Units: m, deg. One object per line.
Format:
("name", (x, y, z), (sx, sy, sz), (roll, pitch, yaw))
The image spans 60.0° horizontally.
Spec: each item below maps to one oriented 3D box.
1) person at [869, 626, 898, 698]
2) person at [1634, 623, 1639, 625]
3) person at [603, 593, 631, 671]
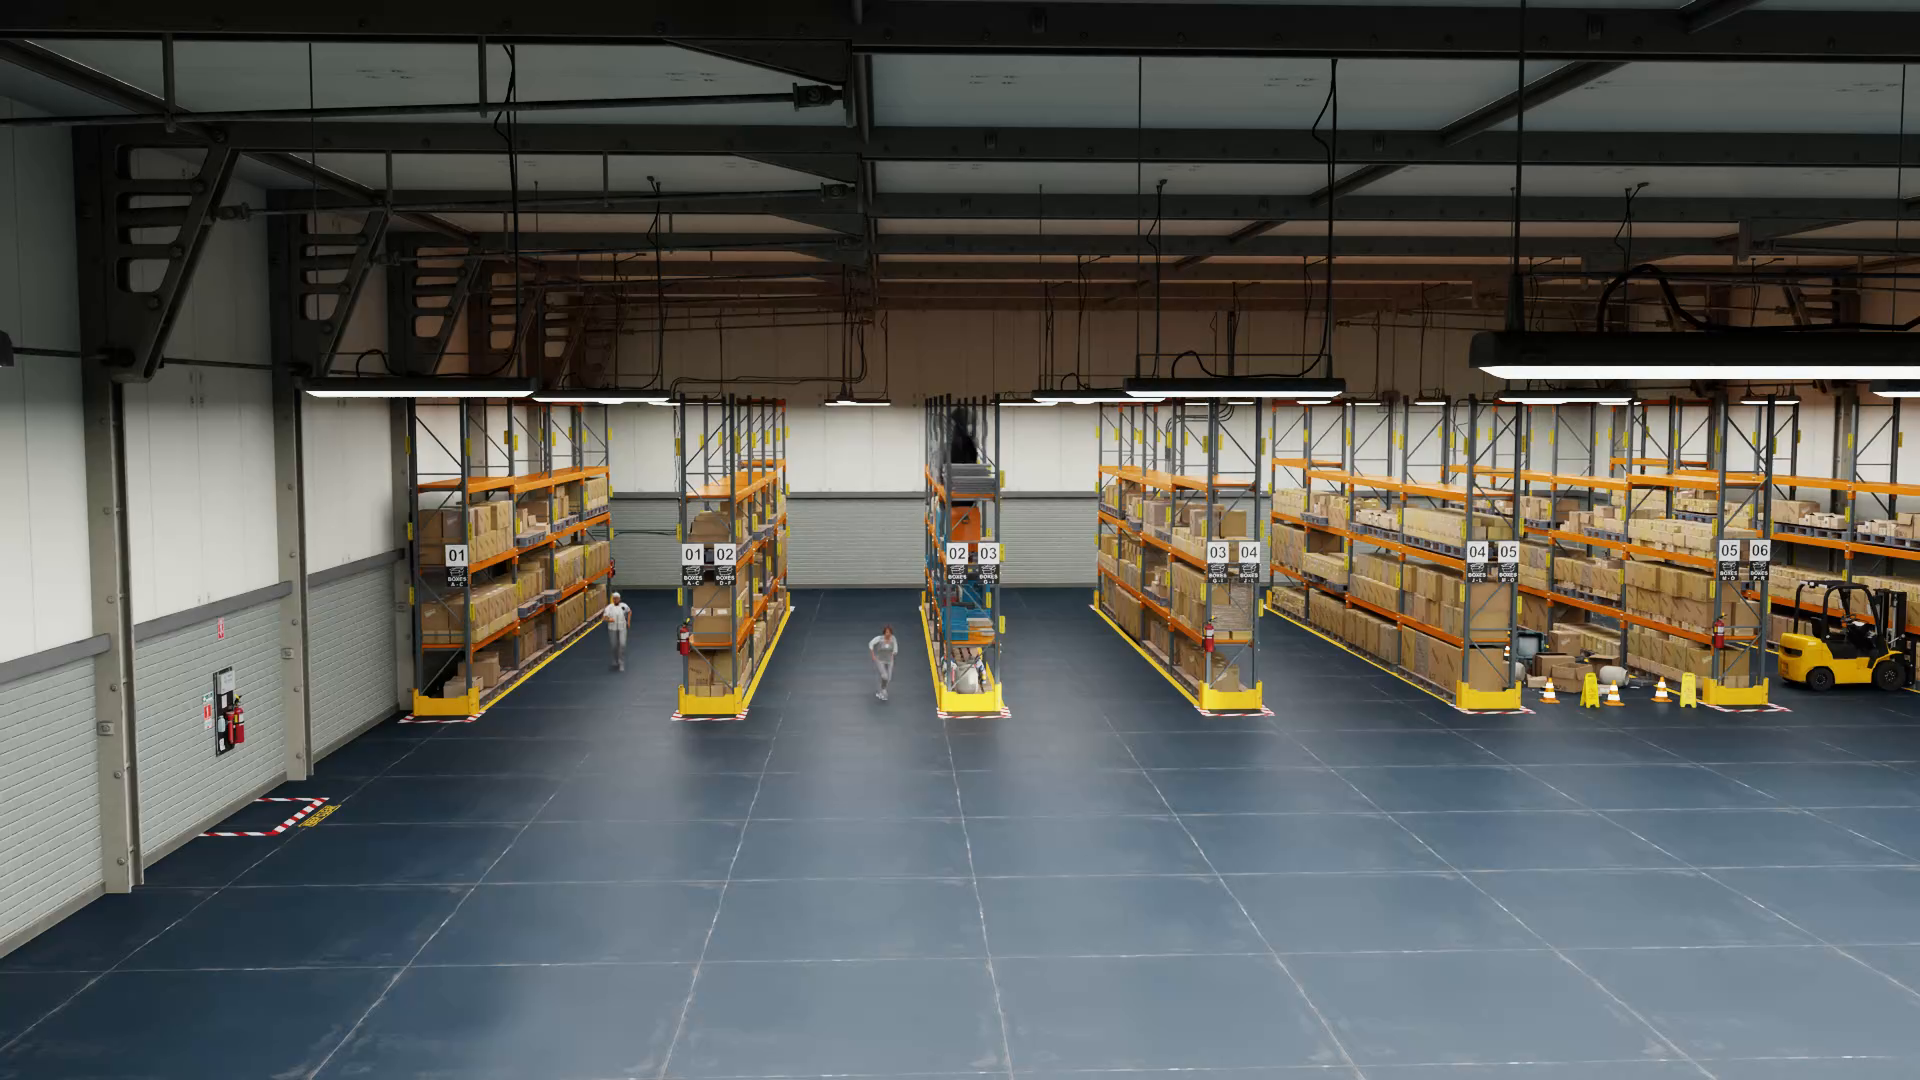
("person", (-1.484, 2.395, 32.455), (0.524, 1.470, 0.722), (-2, 5, -19))
("person", (16.393, 1.716, 39.668), (0.668, 1.854, 0.862), (-1, 5, -7))
("person", (-7.551, 2.008, 36.632), (0.609, 1.713, 0.841), (-1, 5, -10))
